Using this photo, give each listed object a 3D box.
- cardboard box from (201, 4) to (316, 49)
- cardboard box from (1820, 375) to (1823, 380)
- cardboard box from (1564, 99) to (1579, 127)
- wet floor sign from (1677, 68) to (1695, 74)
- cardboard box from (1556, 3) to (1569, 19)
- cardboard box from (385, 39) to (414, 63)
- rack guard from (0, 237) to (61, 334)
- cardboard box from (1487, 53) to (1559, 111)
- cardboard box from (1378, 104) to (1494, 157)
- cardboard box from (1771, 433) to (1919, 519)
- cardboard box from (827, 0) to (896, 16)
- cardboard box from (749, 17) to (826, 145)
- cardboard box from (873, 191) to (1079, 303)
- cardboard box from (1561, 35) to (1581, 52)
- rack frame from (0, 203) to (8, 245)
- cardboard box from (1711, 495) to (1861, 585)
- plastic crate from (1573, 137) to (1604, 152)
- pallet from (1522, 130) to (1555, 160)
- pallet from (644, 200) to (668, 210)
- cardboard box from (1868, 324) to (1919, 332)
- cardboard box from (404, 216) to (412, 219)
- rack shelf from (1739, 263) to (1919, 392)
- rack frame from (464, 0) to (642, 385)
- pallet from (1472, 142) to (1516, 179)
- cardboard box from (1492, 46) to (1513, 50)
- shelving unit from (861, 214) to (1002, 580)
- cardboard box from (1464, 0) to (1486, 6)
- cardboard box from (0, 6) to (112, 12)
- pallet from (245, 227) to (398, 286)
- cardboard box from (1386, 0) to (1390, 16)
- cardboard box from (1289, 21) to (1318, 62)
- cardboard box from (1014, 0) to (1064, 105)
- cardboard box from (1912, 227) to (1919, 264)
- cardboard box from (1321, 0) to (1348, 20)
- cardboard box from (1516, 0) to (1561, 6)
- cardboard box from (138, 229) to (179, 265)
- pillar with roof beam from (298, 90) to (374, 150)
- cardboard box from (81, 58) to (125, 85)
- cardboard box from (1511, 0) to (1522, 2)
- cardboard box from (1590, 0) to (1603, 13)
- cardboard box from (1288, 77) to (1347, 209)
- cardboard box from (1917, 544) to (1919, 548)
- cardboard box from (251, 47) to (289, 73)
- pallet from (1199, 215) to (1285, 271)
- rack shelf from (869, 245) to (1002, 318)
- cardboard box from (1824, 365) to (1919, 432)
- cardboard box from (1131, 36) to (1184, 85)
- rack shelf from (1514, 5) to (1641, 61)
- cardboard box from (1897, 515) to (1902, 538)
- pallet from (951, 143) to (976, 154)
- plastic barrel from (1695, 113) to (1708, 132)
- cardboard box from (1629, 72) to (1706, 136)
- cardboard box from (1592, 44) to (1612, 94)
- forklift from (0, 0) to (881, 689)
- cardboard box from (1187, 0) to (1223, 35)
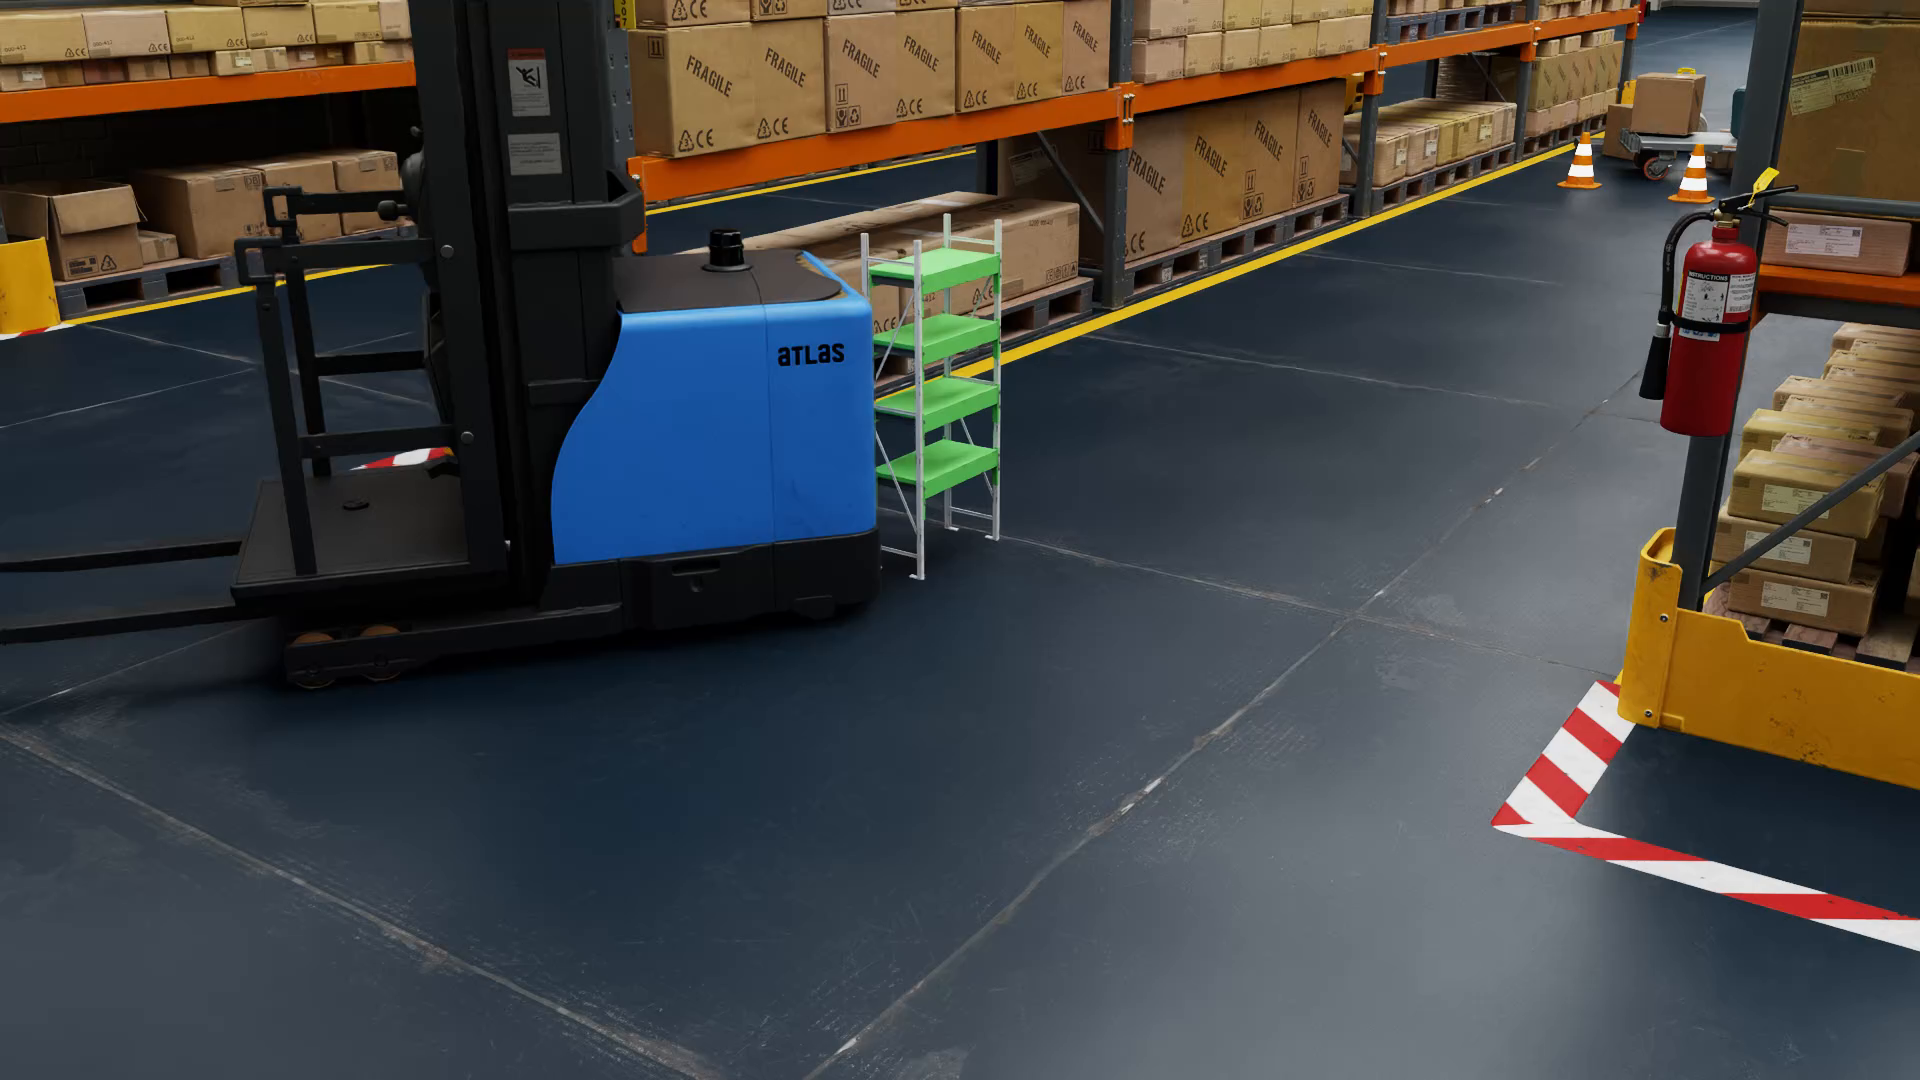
[{"bbox_3d":[-4.502,-3.292,10.630,0.500,0.250,0.500,13,24,30],"label":"cardboard box"},{"bbox_3d":[3.525,-0.528,6.443,0.380,0.149,0.250,13,24,31],"label":"cardboard box"},{"bbox_3d":[6.180,-4.512,17.498,0.500,0.250,0.500,13,24,31],"label":"cardboard box"},{"bbox_3d":[8.278,-5.069,19.040,0.232,0.644,0.267,-14,25,-33],"label":"wet floor sign"},{"bbox_3d":[5.871,-5.319,16.683,0.380,0.149,0.250,14,25,33],"label":"cardboard box"},{"bbox_3d":[-3.961,-3.365,11.400,0.380,0.149,0.250,14,24,33],"label":"cardboard box"},{"bbox_3d":[-5.772,-1.553,9.744,1.175,0.500,0.348,13,24,32],"label":"rack guard"},{"bbox_3d":[5.593,-4.556,16.535,0.500,0.500,0.500,15,25,34],"label":"cardboard box"},{"bbox_3d":[4.344,-3.787,15.361,0.950,0.372,0.625,15,25,35],"label":"cardboard box"},{"bbox_3d":[2.720,-0.202,5.133,0.380,0.149,0.250,14,24,33],"label":"cardboard box"},{"bbox_3d":[-0.635,-2.634,7.476,0.500,0.500,0.500,13,24,31],"label":"cardboard box"},{"bbox_3d":[-0.939,-2.016,7.248,0.500,0.500,0.500,13,24,31],"label":"cardboard box"},{"bbox_3d":[0.099,-1.721,9.681,0.875,0.438,0.875,13,24,31],"label":"cardboard box"},{"bbox_3d":[6.149,-5.110,17.098,0.380,0.149,0.250,15,25,35],"label":"cardboard box"},{"bbox_3d":[-5.815,-2.704,9.251,1.000,3.000,0.127,13,24,32],"label":"rack frame"},{"bbox_3d":[2.503,-0.007,5.036,0.380,0.149,0.250,13,24,30],"label":"cardboard box"},{"bbox_3d":[6.599,-4.101,17.237,0.402,0.080,0.583,5,21,13],"label":"plastic crate"},{"bbox_3d":[5.386,-4.072,16.969,1.003,0.211,1.213,13,24,32],"label":"pallet"},{"bbox_3d":[-3.141,-2.785,13.489,1.003,0.211,1.213,13,24,32],"label":"pallet"},{"bbox_3d":[3.893,-0.800,6.750,0.380,0.149,0.250,13,24,30],"label":"cardboard box"},{"bbox_3d":[-3.838,-2.447,11.892,0.396,0.266,0.258,14,25,34],"label":"cardboard box"},{"bbox_3d":[3.567,-1.037,5.782,1.077,0.370,4.000,13,24,32],"label":"rack shelf"},{"bbox_3d":[-1.708,-1.737,6.637,1.000,3.000,0.127,13,24,32],"label":"rack frame"},{"bbox_3d":[4.601,-3.649,15.824,1.003,0.211,1.213,13,24,32],"label":"pallet"},{"bbox_3d":[5.719,-4.954,17.612,0.500,0.500,0.500,15,25,35],"label":"cardboard box"},{"bbox_3d":[-0.093,-0.515,5.928,0.258,1.200,0.503,13,24,32],"label":"shelving unit"},{"bbox_3d":[4.391,-4.768,14.588,0.380,0.149,0.250,13,24,32],"label":"cardboard box"},{"bbox_3d":[-5.485,-3.105,10.122,0.500,0.250,0.500,13,24,32],"label":"cardboard box"},{"bbox_3d":[-4.639,-1.995,11.355,1.003,0.211,1.213,13,24,32],"label":"pallet"},{"bbox_3d":[3.126,-4.169,12.967,0.380,0.149,0.250,12,23,29],"label":"cardboard box"},{"bbox_3d":[2.149,-3.475,11.553,0.500,0.250,0.500,13,24,31],"label":"cardboard box"},{"bbox_3d":[0.207,-2.600,8.826,0.500,0.500,0.500,13,24,31],"label":"cardboard box"},{"bbox_3d":[2.563,-0.896,4.724,0.380,0.149,0.250,13,24,32],"label":"cardboard box"},{"bbox_3d":[2.442,-3.860,11.873,0.500,0.250,0.500,13,24,30],"label":"cardboard box"},{"bbox_3d":[5.516,-5.438,16.071,0.500,0.500,0.500,13,24,32],"label":"cardboard box"},{"bbox_3d":[-5.122,-1.835,10.407,0.380,0.149,0.250,12,24,30],"label":"cardboard box"},{"bbox_3d":[-1.143,-5.802,8.979,9.100,9.000,0.400,13,24,32],"label":"pillar with roof beam"},{"bbox_3d":[-5.180,-2.791,9.849,0.380,0.149,0.250,13,24,31],"label":"cardboard box"},{"bbox_3d":[4.977,-5.058,15.371,0.380,0.149,0.250,14,24,33],"label":"cardboard box"},{"bbox_3d":[6.592,-5.680,17.660,0.380,0.149,0.250,13,24,31],"label":"cardboard box"},{"bbox_3d":[2.332,-3.051,12.646,0.875,0.875,0.875,13,24,31],"label":"cardboard box"},{"bbox_3d":[3.215,0.088,5.208,0.380,0.149,0.250,14,24,32],"label":"cardboard box"},{"bbox_3d":[-4.507,-3.066,10.593,0.380,0.149,0.250,14,24,33],"label":"cardboard box"},{"bbox_3d":[1.597,-2.164,11.812,1.003,0.211,1.213,13,24,32],"label":"pallet"},{"bbox_3d":[-0.093,-0.906,5.784,0.258,0.148,0.480,13,24,32],"label":"rack shelf"},{"bbox_3d":[3.303,-0.505,5.952,0.380,0.149,0.250,12,24,30],"label":"cardboard box"},{"bbox_3d":[1.006,-2.889,9.968,0.500,0.250,0.500,13,24,31],"label":"cardboard box"},{"bbox_3d":[6.162,-5.417,17.622,1.077,0.370,4.000,13,24,32],"label":"rack shelf"},{"bbox_3d":[2.975,-0.078,5.657,0.380,0.149,0.250,14,24,32],"label":"cardboard box"},{"bbox_3d":[-0.137,-4.269,17.501,1.003,0.211,1.213,13,24,32],"label":"pallet"},{"bbox_3d":[7.377,-4.232,17.095,0.421,0.421,0.512,-6,21,-15],"label":"plastic barrel"},{"bbox_3d":[6.527,-4.024,15.332,0.500,0.500,0.500,13,24,32],"label":"cardboard box"},{"bbox_3d":[6.761,-5.156,18.157,0.500,0.500,0.500,14,25,34],"label":"cardboard box"},{"bbox_3d":[-1.840,-1.128,5.089,3.031,2.935,1.130,-6,21,-16],"label":"forklift"},{"bbox_3d":[1.291,-3.275,10.291,0.500,0.250,0.500,14,24,33],"label":"cardboard box"}]
